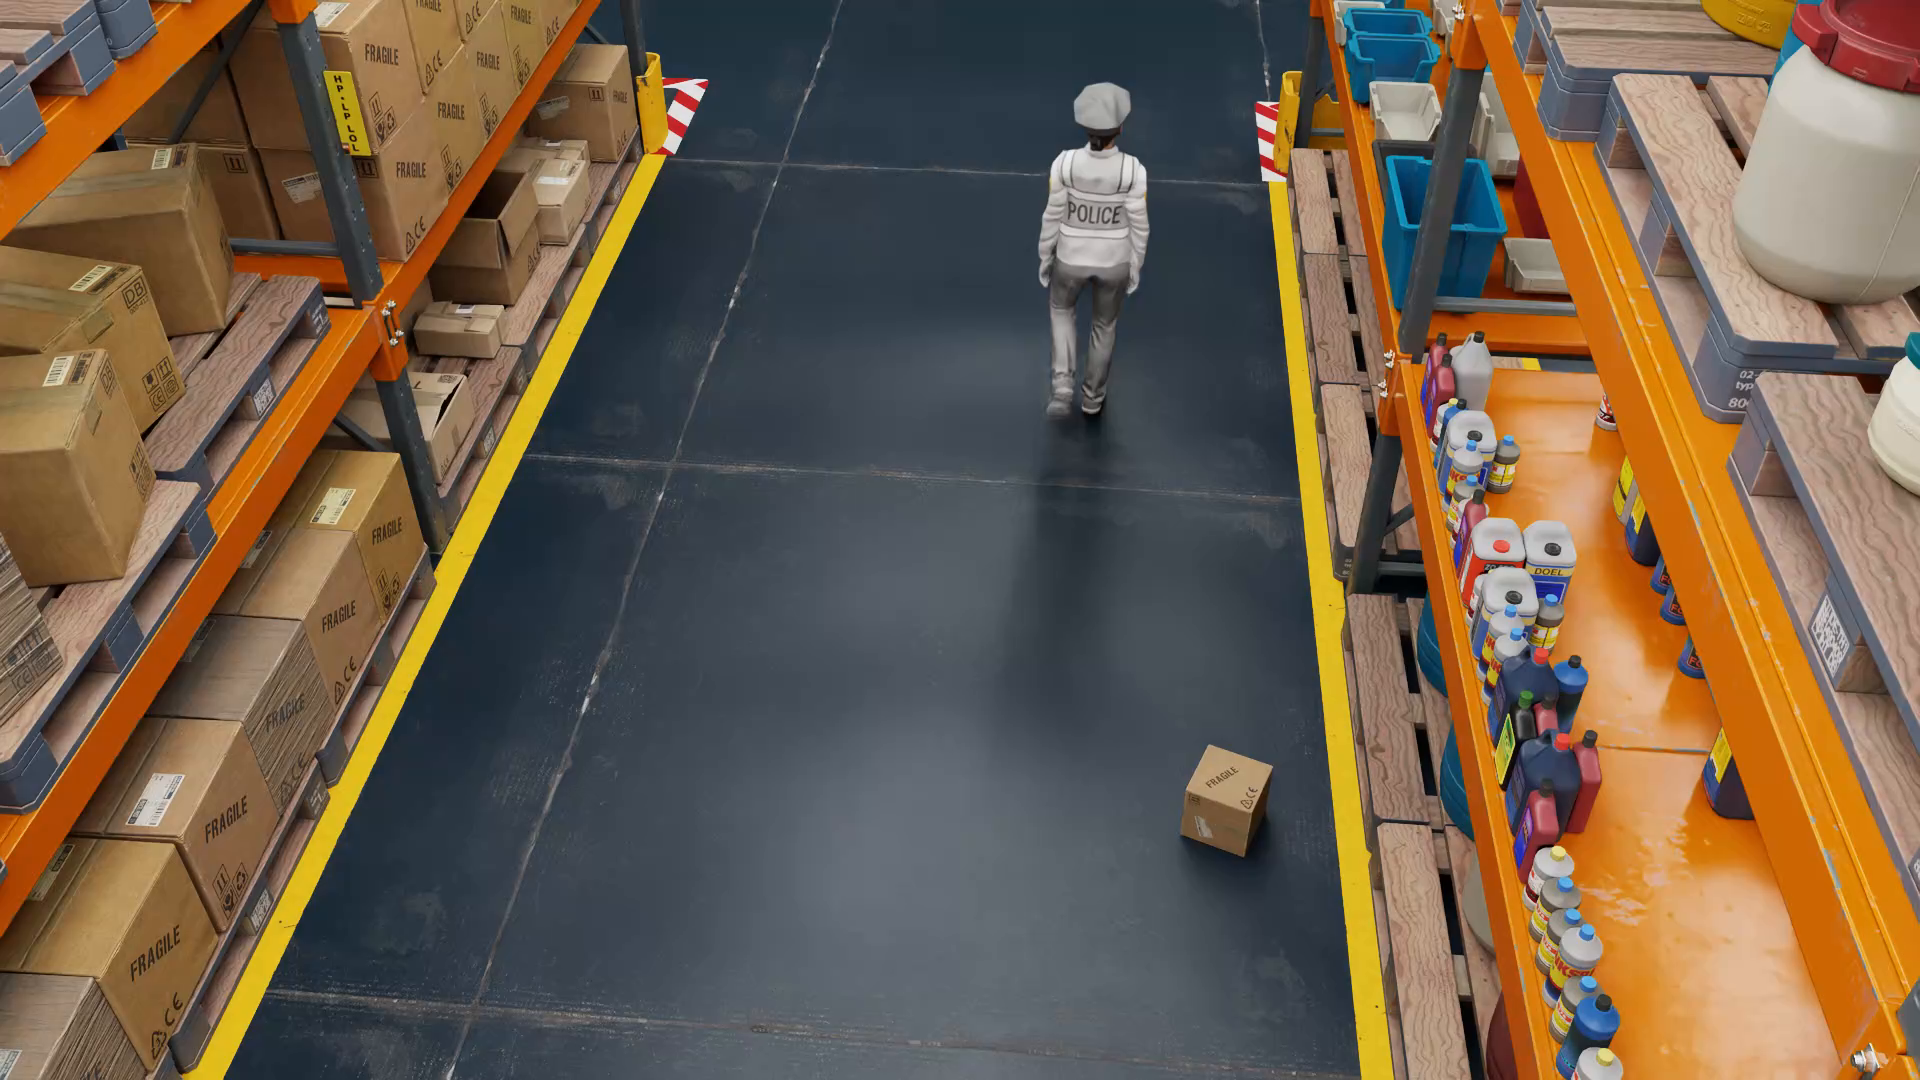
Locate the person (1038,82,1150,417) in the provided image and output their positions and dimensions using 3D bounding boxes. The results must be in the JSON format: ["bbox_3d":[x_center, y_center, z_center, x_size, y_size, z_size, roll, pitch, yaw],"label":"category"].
[{"bbox_3d":[0.603,-1.275,7.597,0.500,1.683,0.478,5,41,6],"label":"person"}]
